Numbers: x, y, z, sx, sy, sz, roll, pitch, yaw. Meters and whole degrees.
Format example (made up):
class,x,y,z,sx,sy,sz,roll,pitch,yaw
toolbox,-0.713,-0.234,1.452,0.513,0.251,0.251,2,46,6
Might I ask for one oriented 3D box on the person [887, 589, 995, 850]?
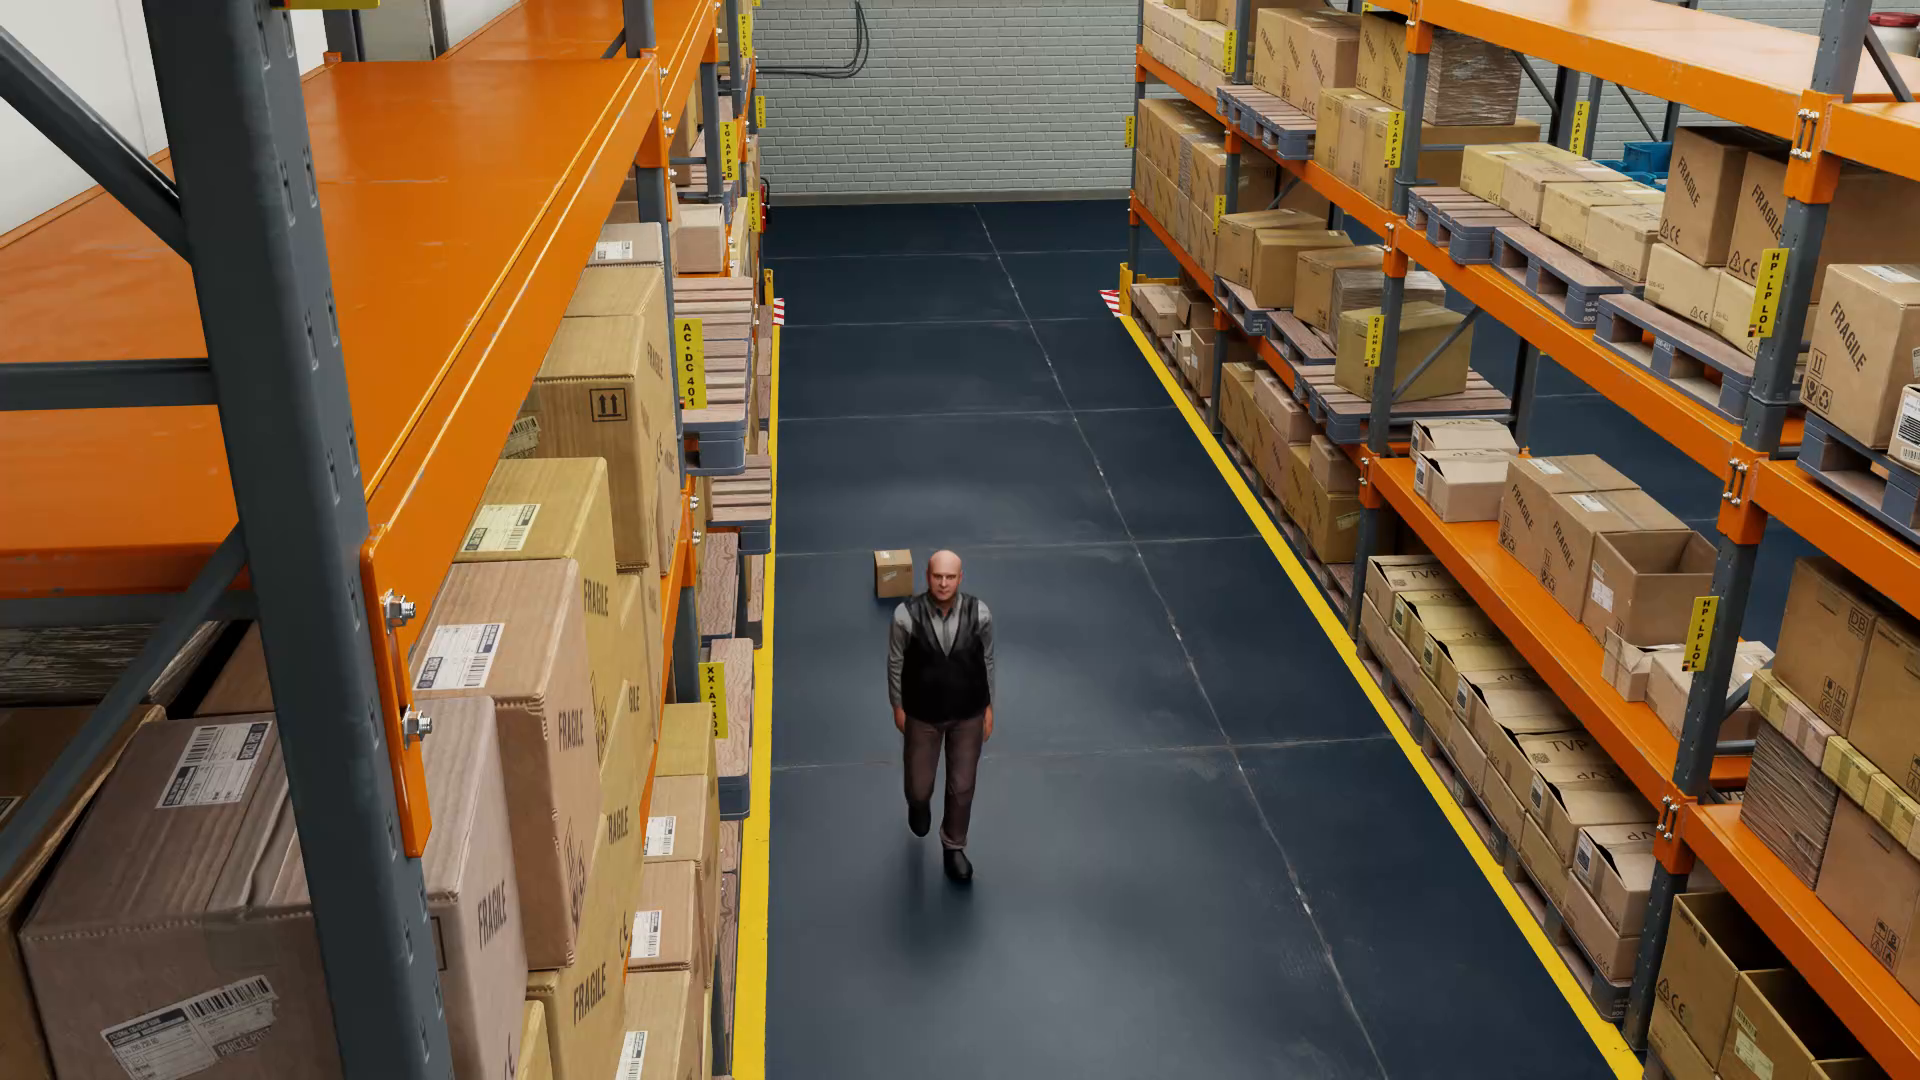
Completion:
class,x,y,z,sx,sy,sz,roll,pitch,yaw
person,-0.092,0.917,8.391,0.539,1.450,0.484,-3,24,-8
